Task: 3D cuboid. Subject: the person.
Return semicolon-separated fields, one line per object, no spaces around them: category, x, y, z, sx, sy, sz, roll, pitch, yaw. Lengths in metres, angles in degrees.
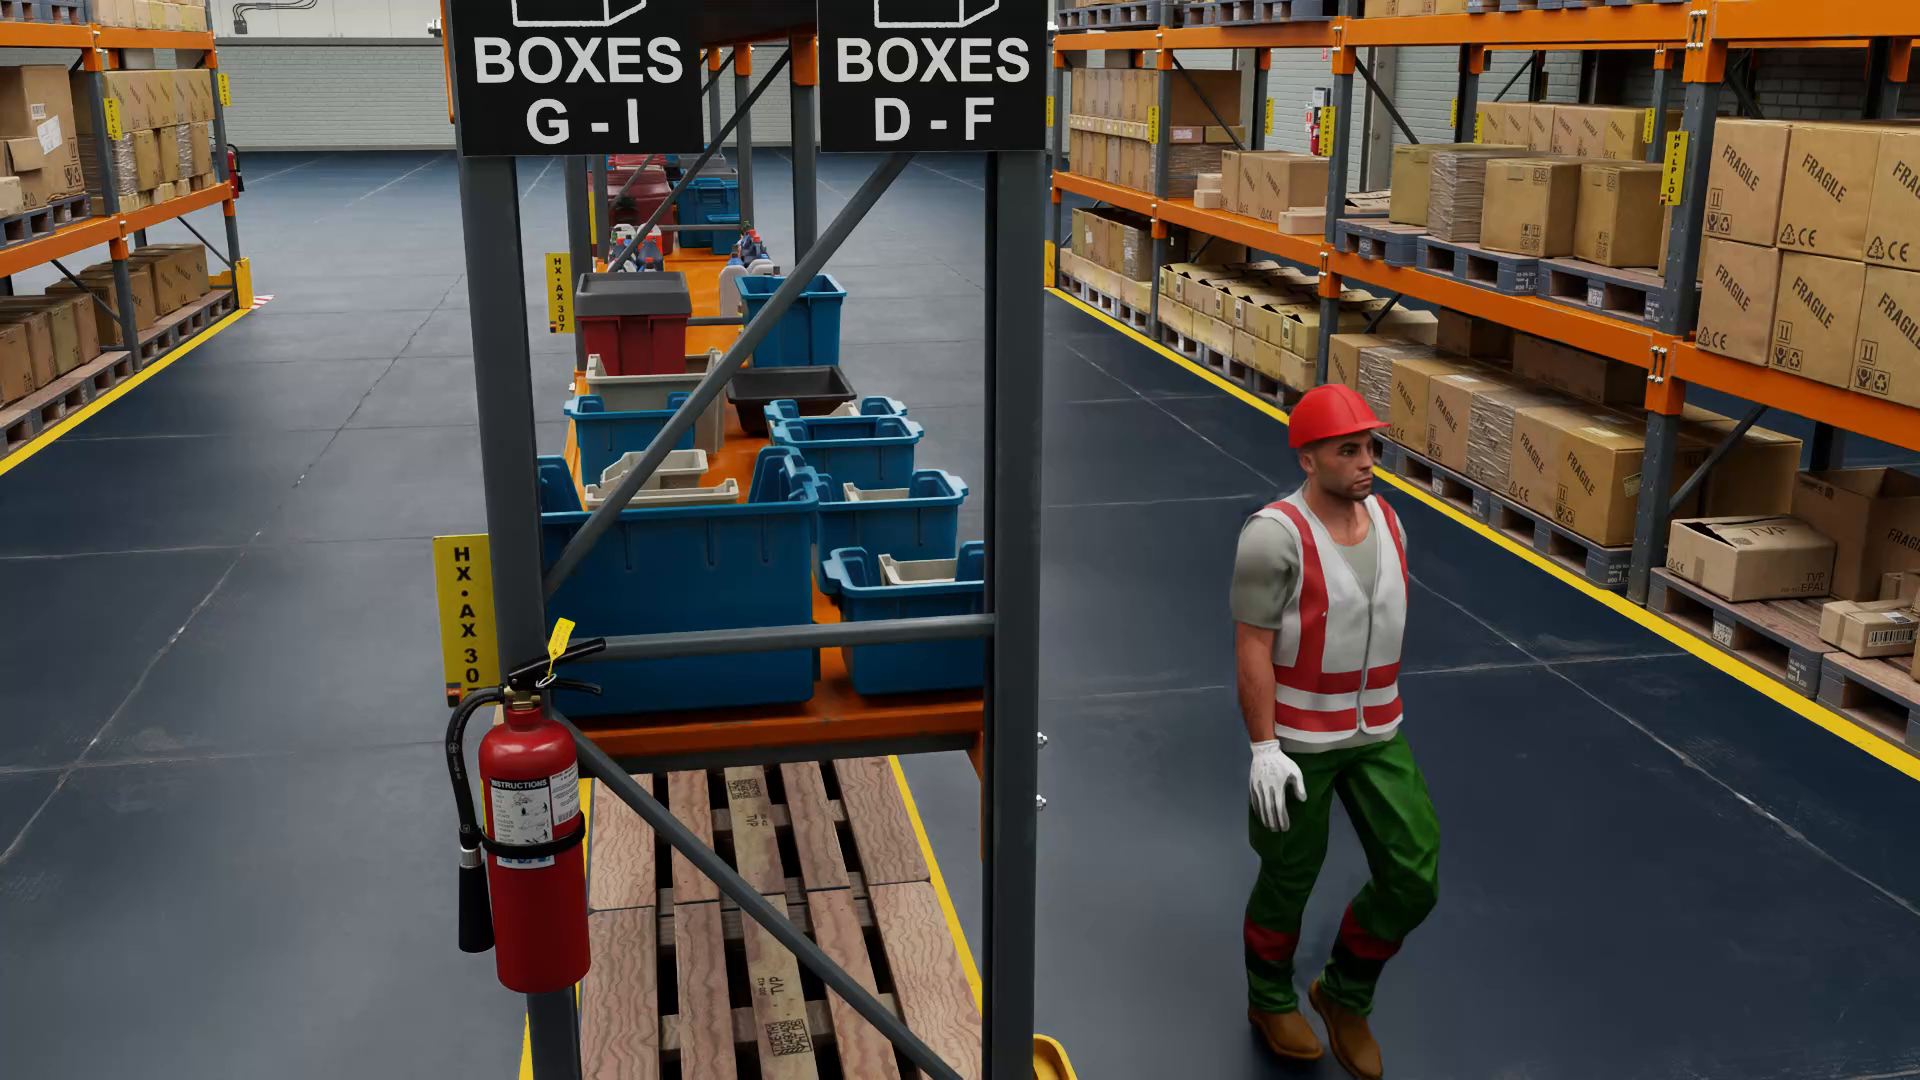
person;0.935;0.528;4.161;0.576;1.831;0.480;-7;18;-23
